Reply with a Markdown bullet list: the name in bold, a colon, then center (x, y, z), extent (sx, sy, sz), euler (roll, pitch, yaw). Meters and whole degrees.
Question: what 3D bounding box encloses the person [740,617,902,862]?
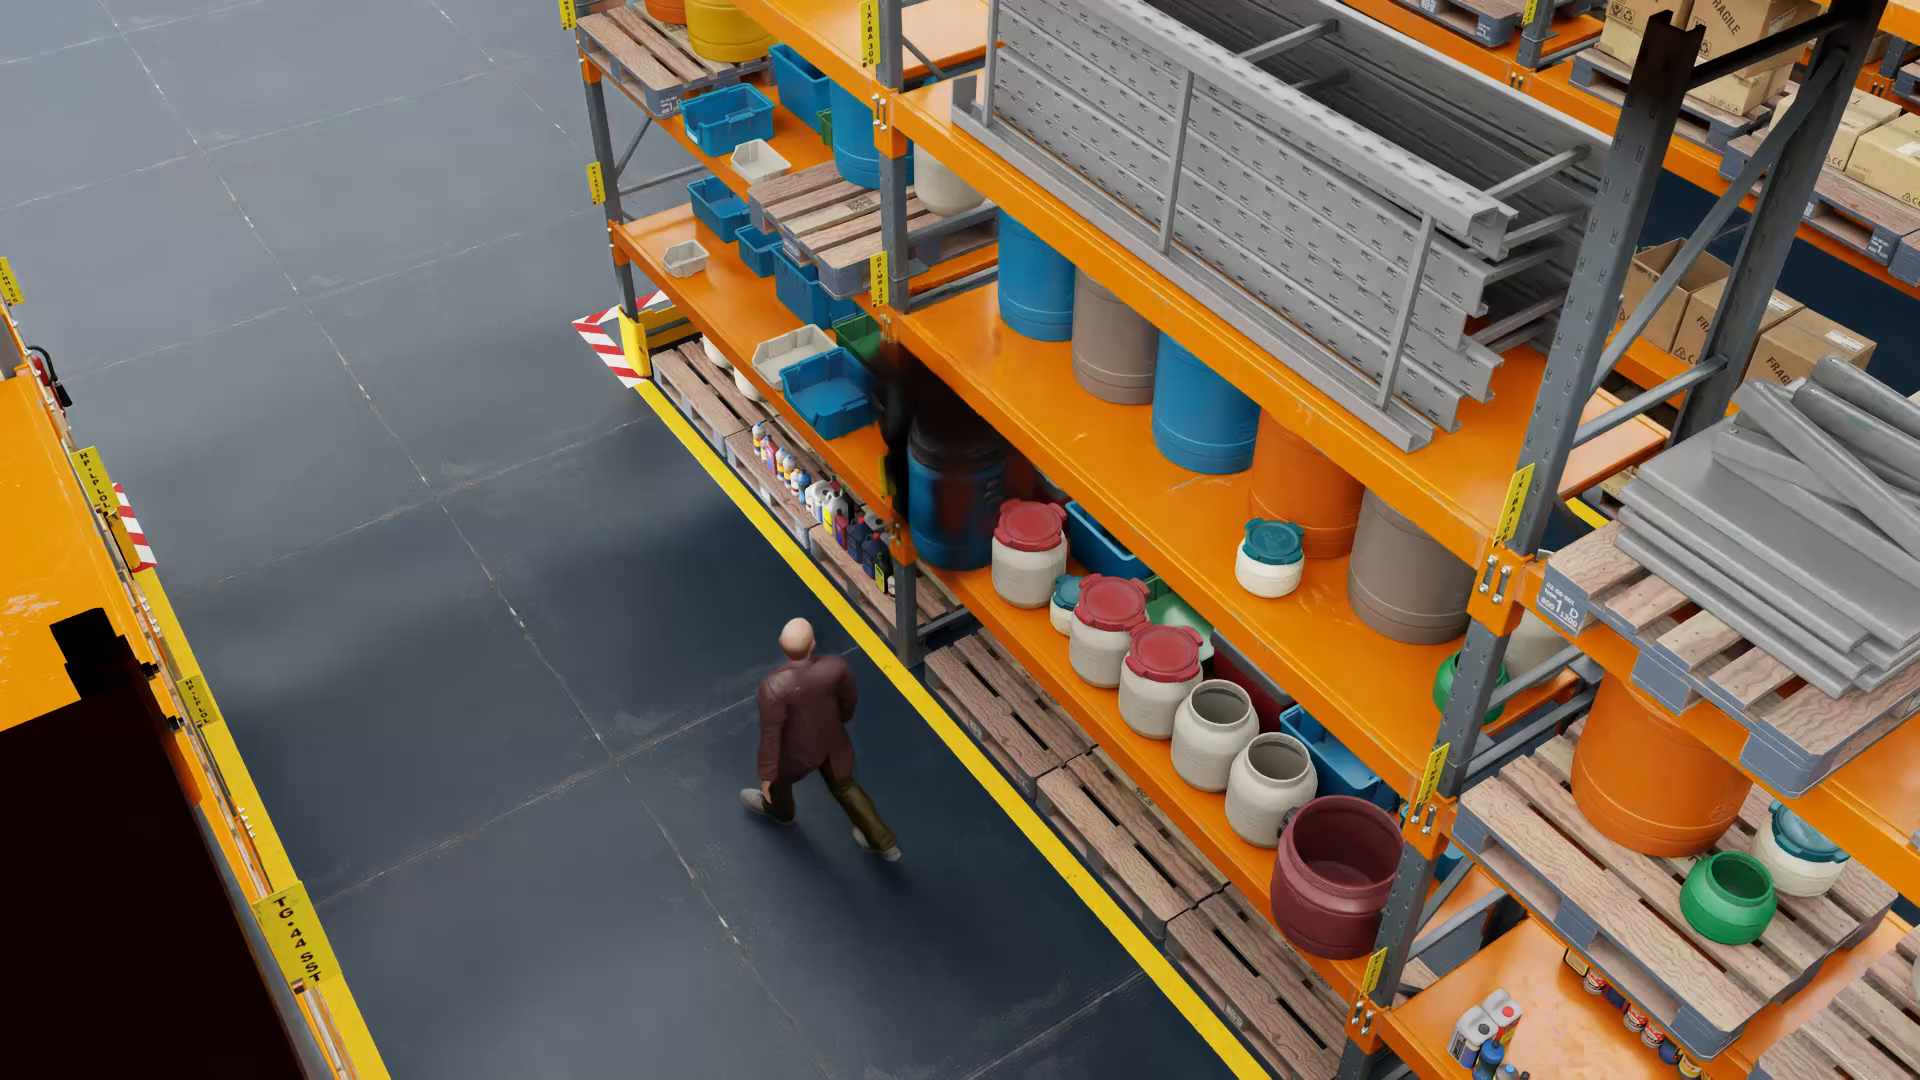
- **person**: center (-0.855, 1.142, 9.226), extent (1.084, 1.737, 0.712), euler (32, 52, 30)
